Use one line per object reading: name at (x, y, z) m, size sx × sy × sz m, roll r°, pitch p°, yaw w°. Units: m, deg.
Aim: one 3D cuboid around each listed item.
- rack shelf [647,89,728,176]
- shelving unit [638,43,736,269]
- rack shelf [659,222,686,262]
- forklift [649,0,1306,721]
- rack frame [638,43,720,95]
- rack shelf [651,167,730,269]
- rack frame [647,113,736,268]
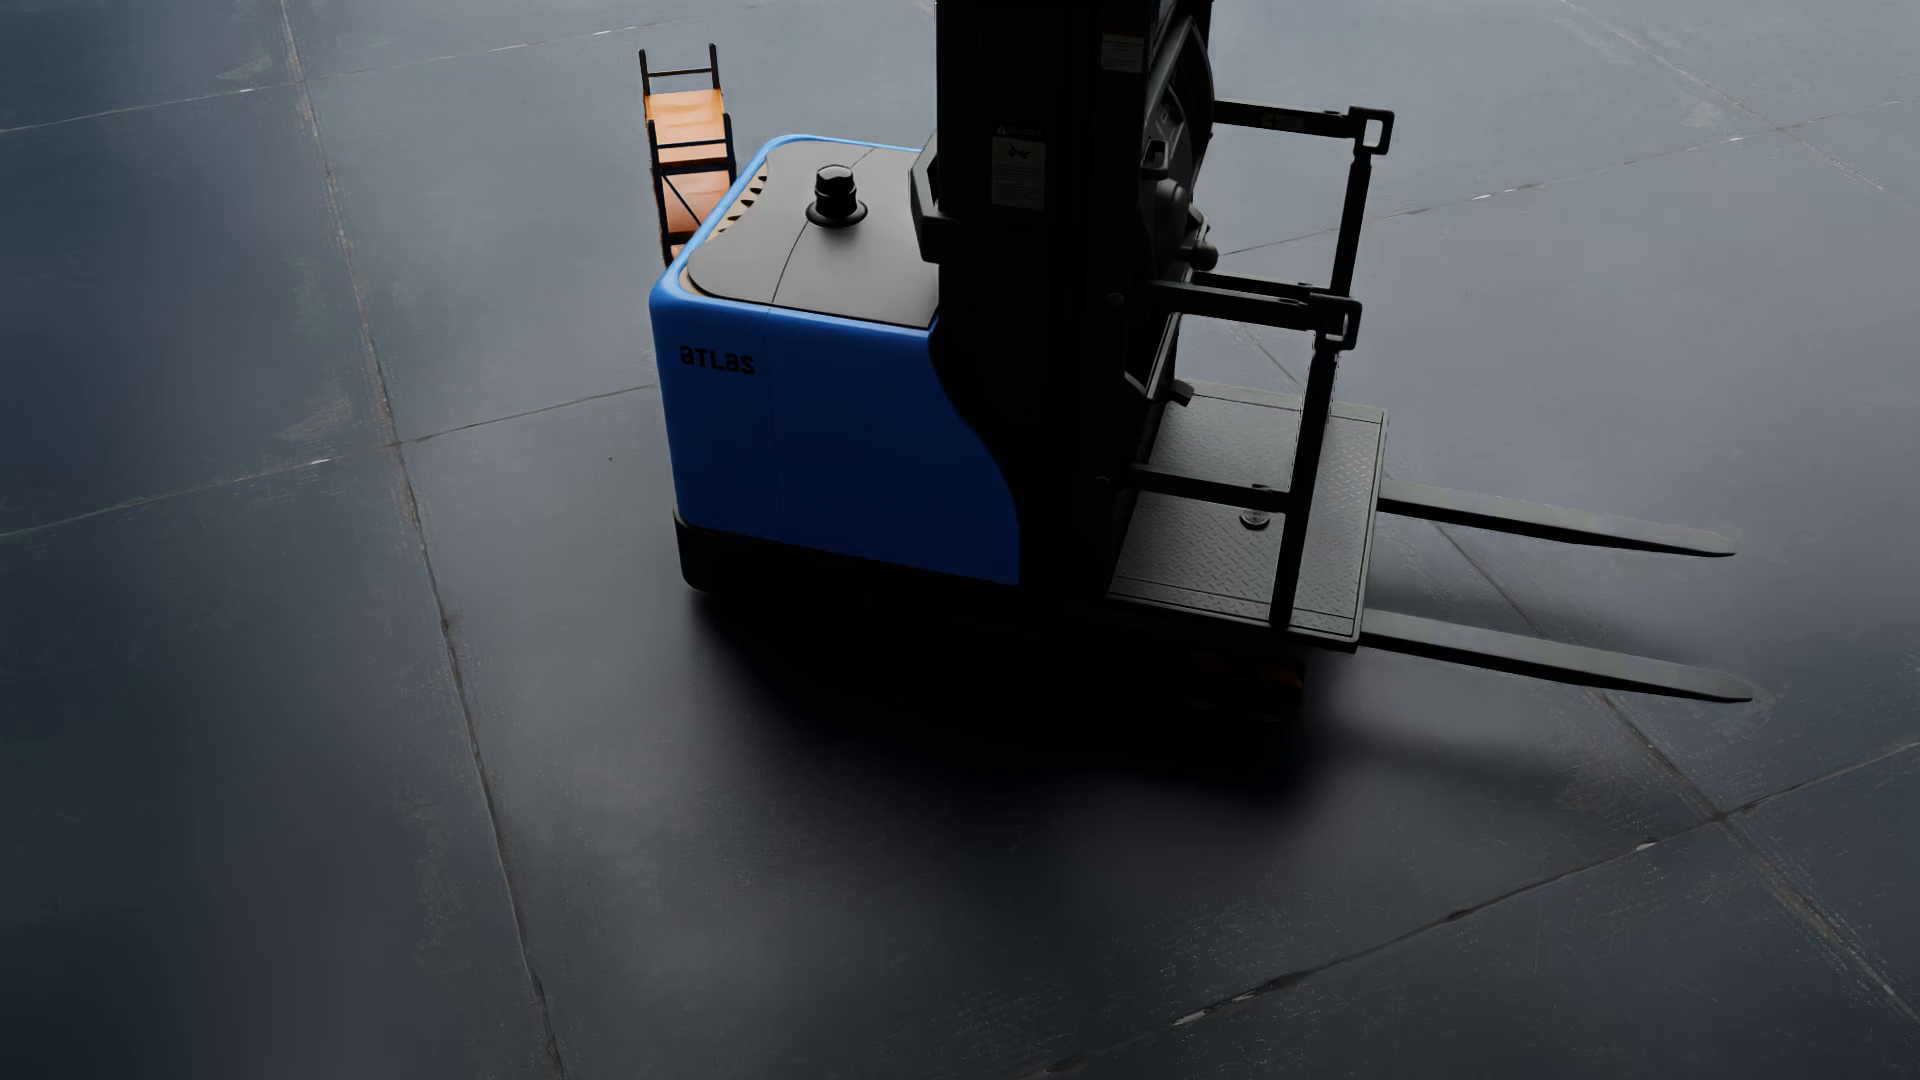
rack shelf at (-0.838, -1.258, 5.130) m, size 0.221 × 0.050 × 0.457 m, roll -7°, pitch 41°, yaw -9°
shelving unit at (-5.657, -9.377, 14.659) m, size 4.800 × 1.949 × 26.944 m, roll -7°, pitch 41°, yaw -9°
rack shelf at (-5.658, -9.554, 14.514) m, size 4.800 × 1.490 × 26.933 m, roll -7°, pitch 41°, yaw -9°
forklift at (0.207, -1.059, 4.283) m, size 1.939 × 2.867 × 1.129 m, roll 10°, pitch 42°, yaw 12°
rack frame at (-0.885, -1.087, 5.593) m, size 0.240 × 1.200 × 0.015 m, roll -7°, pitch 41°, yaw -9°
rack shelf at (-0.838, -1.049, 5.310) m, size 0.258 × 0.148 × 0.480 m, roll -7°, pitch 41°, yaw -9°
rack frame at (-0.790, -0.775, 5.230) m, size 0.240 × 1.200 × 0.015 m, roll -7°, pitch 41°, yaw -9°
